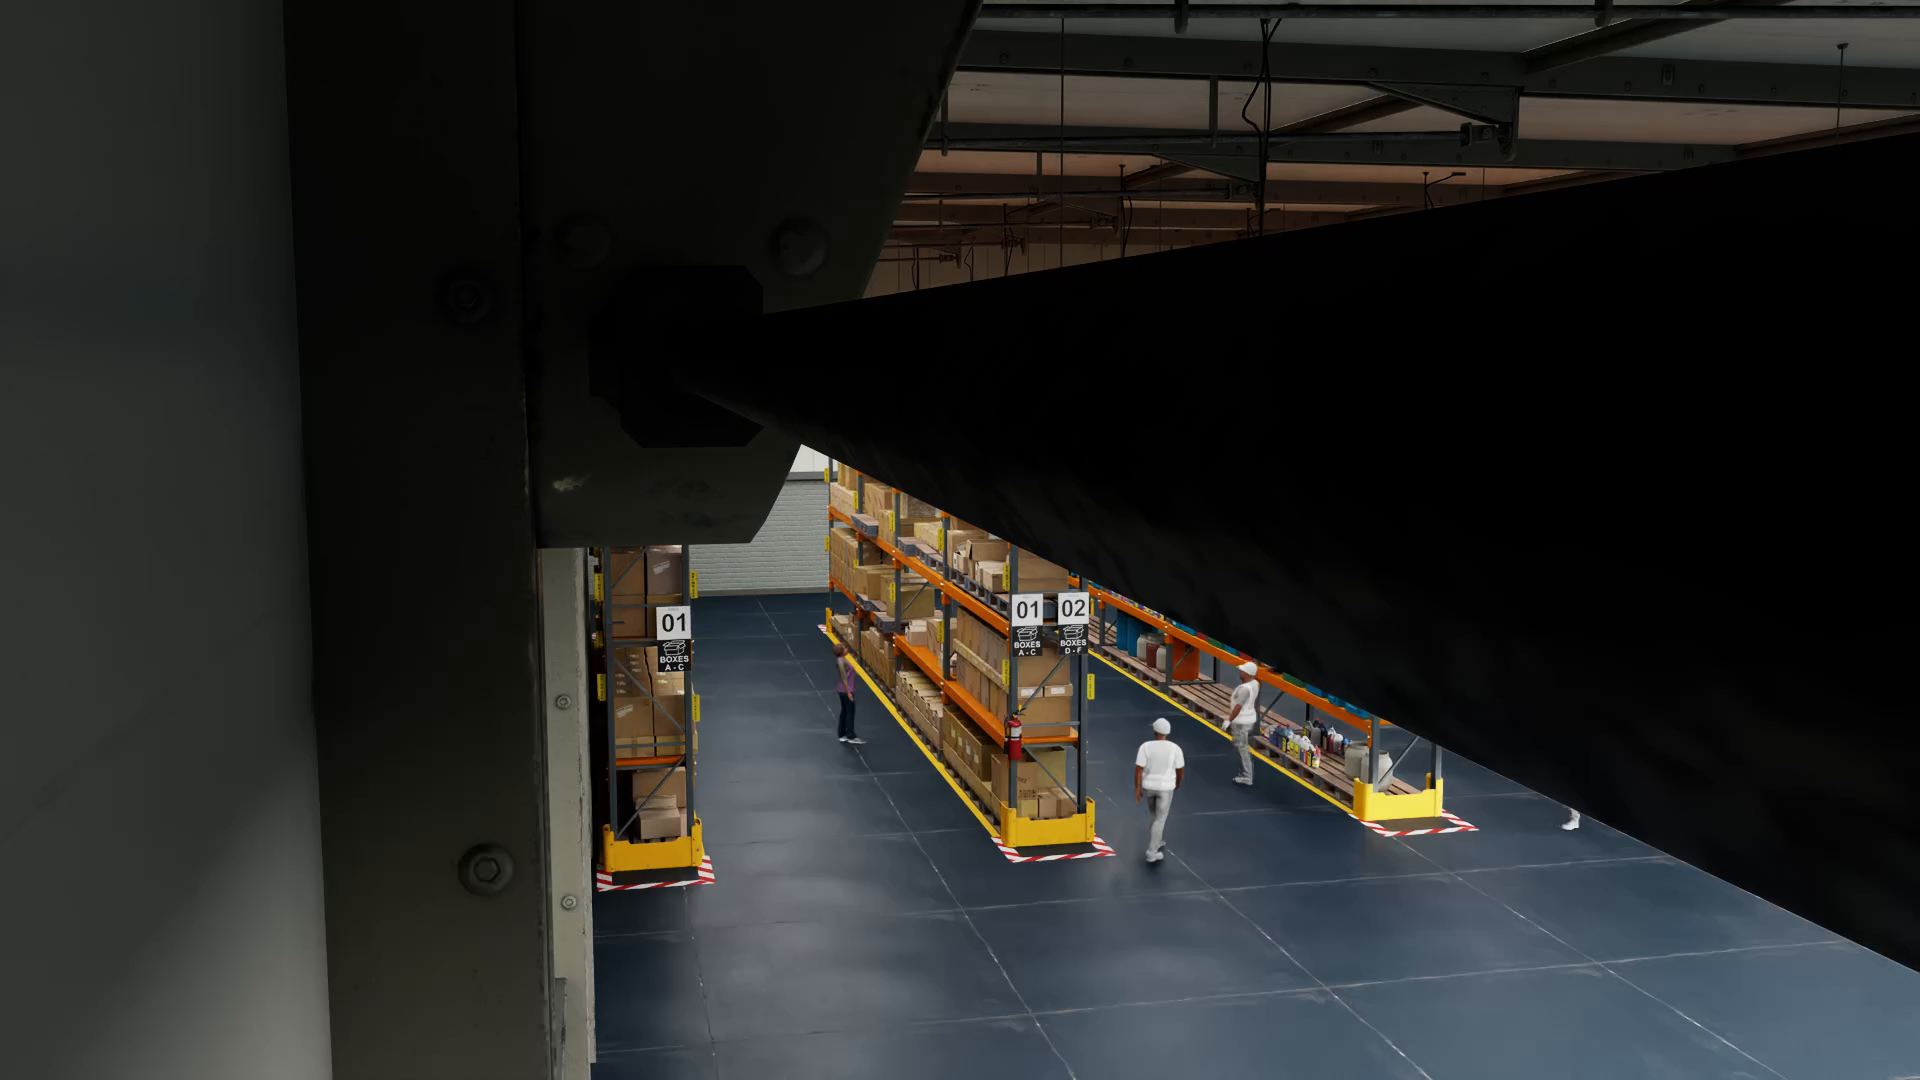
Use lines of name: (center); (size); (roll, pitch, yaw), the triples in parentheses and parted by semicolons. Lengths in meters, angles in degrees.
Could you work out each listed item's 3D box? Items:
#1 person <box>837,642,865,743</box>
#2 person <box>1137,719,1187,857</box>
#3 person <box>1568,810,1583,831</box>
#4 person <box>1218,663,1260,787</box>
person: (-1.739, 2.418, 26.345); (0.465, 1.583, 0.539); (1, 7, 5)
person: (2.507, 3.050, 20.496); (0.606, 1.752, 0.595); (6, 9, 43)
person: (8.237, 2.923, 21.758); (0.473, 1.687, 0.675); (2, 7, 18)
person: (4.019, 2.651, 23.859); (0.581, 1.805, 0.660); (1, 7, 6)
